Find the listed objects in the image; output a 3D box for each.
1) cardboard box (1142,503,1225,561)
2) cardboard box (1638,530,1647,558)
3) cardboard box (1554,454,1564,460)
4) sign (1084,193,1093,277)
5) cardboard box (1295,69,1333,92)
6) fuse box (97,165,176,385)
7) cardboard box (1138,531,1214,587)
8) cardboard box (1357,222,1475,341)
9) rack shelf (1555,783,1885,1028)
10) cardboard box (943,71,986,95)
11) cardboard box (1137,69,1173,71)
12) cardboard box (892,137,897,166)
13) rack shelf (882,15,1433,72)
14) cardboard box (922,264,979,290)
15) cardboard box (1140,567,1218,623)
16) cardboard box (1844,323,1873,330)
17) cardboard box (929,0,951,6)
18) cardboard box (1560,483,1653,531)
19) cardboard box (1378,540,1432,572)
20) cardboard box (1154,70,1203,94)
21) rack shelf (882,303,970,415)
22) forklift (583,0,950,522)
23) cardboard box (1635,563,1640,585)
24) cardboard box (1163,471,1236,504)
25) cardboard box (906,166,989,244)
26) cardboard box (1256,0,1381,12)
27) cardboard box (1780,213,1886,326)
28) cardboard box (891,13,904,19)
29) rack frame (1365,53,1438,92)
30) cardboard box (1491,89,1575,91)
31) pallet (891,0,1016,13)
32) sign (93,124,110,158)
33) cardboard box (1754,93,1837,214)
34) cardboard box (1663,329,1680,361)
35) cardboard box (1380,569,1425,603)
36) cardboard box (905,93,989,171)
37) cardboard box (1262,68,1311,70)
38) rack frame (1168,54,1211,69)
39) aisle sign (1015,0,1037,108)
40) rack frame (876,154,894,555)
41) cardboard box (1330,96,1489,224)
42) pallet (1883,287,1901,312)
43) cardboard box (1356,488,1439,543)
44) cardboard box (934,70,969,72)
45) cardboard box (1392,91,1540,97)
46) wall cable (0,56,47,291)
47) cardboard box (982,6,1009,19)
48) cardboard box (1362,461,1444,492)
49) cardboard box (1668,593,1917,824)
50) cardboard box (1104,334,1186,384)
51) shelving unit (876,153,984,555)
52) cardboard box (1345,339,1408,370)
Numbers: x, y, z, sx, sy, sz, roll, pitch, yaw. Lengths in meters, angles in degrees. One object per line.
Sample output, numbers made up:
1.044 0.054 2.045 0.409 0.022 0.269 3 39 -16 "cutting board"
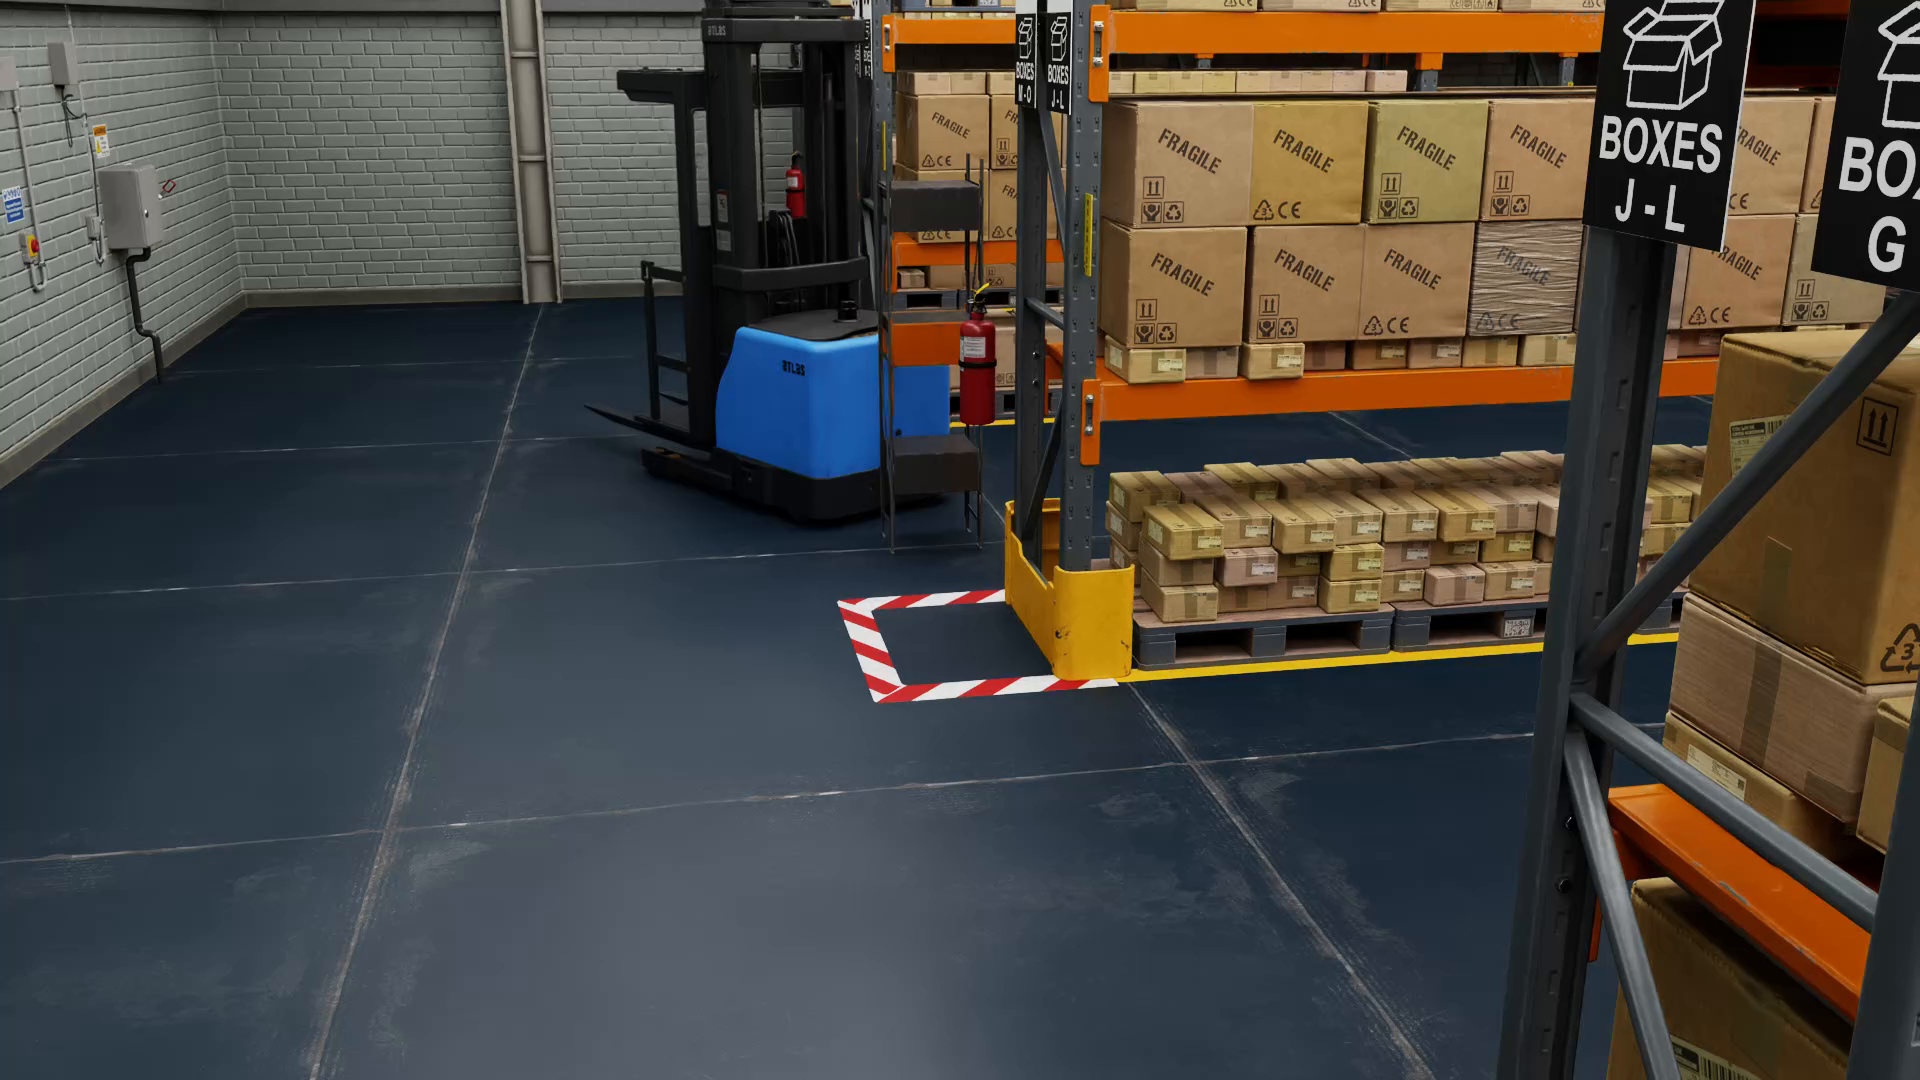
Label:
0.997 -0.039 7.456 0.250 0.149 0.380 -4 18 -13 "cardboard box"
3.062 -0.035 7.950 0.250 0.149 0.380 -3 17 -9 "cardboard box"
3.196 -0.323 8.382 0.250 0.149 0.380 -4 17 -12 "cardboard box"
0.521 -1.243 6.774 0.005 0.325 0.100 -3 17 -10 "sign"
2.539 -3.362 12.170 0.250 0.149 0.380 -3 17 -10 "cardboard box"
-6.407 -2.084 13.181 0.414 1.711 0.539 -3 17 -10 "fuse box"
0.981 0.079 7.578 0.250 0.149 0.380 -3 17 -8 "cardboard box"
1.915 -1.181 7.372 0.500 0.500 0.500 -3 17 -10 "cardboard box"
3.224 0.683 3.205 4.000 0.370 1.077 -3 17 -10 "rack shelf"
0.025 -3.217 11.700 0.250 0.149 0.380 -3 17 -9 "cardboard box"
1.449 -3.443 12.435 0.250 0.149 0.380 -3 17 -10 "cardboard box"
-0.574 -3.884 16.596 0.500 0.250 0.500 -3 17 -10 "cardboard box"
1.344 -3.608 12.066 4.000 0.370 1.077 -3 17 -10 "rack shelf"
-0.100 -2.886 17.142 0.500 0.500 0.700 -3 17 -8 "cardboard box"
0.993 0.240 7.562 0.250 0.149 0.380 -3 17 -9 "cardboard box"
4.110 -1.005 7.901 0.250 0.149 0.380 -3 17 -11 "cardboard box"
-0.078 -5.347 16.251 0.500 0.250 0.500 -4 17 -12 "cardboard box"
3.041 -0.160 7.852 0.250 0.149 0.380 -4 18 -13 "cardboard box"
1.999 0.016 7.784 0.250 0.149 0.380 -4 18 -13 "cardboard box"
1.560 -3.285 11.921 0.250 0.149 0.380 -3 17 -10 "cardboard box"
-0.163 -0.981 8.978 0.480 0.518 0.431 -3 17 -10 "rack shelf"
-1.392 -1.868 10.402 1.130 2.935 3.031 -14 22 -39 "forklift"
3.009 0.132 7.914 0.250 0.149 0.380 -3 17 -11 "cardboard box"
1.147 -0.208 8.006 0.250 0.149 0.380 -3 17 -9 "cardboard box"
-0.094 -2.398 11.841 0.500 0.500 0.500 -3 17 -11 "cardboard box"
1.425 -2.327 6.925 0.500 0.250 0.500 -3 17 -9 "cardboard box"
3.924 -1.290 7.725 0.500 0.500 0.500 -3 17 -10 "cardboard box"
-0.701 -5.133 16.235 0.250 0.149 0.380 -3 17 -10 "cardboard box"
3.307 -2.629 12.764 0.127 3.000 1.000 -3 17 -10 "rack frame"
4.288 -3.133 12.530 0.500 0.500 0.500 -3 17 -11 "cardboard box"
0.106 -3.842 11.755 1.213 0.211 1.003 -3 17 -10 "pallet"
-6.600 -3.067 12.781 0.001 0.242 0.339 -3 17 -10 "sign"
3.935 -1.772 7.592 0.500 0.500 0.500 -4 17 -12 "cardboard box"
3.085 -0.930 7.659 0.250 0.149 0.380 -4 18 -13 "cardboard box"
1.981 0.162 7.817 0.250 0.149 0.380 -3 17 -10 "cardboard box"
-0.095 -2.877 11.696 0.500 0.500 0.500 -4 17 -12 "cardboard box"
2.456 -3.477 12.546 0.250 0.149 0.380 -3 17 -11 "cardboard box"
2.362 -4.060 17.422 0.127 3.000 1.000 -3 17 -10 "rack frame"
0.290 -2.310 7.297 0.004 0.787 0.394 -3 17 -10 "aisle sign"
-0.402 -0.981 8.929 0.015 2.100 0.400 -3 17 -10 "rack frame"
1.919 -1.654 7.209 0.500 0.500 0.500 -4 17 -12 "cardboard box"
5.124 -1.117 8.166 1.213 0.211 1.003 -3 17 -10 "pallet"
2.019 -0.116 7.709 0.250 0.149 0.380 -3 17 -8 "cardboard box"
-0.061 -3.341 12.103 0.250 0.149 0.380 -3 17 -9 "cardboard box"
2.345 -1.841 7.815 0.500 0.500 0.500 -4 17 -12 "cardboard box"
-6.152 -2.586 10.840 0.123 1.953 0.585 -3 17 -10 "wall cable"
0.315 -5.159 16.319 0.250 0.149 0.380 -3 17 -10 "cardboard box"
2.177 -0.268 8.204 0.250 0.149 0.380 -4 17 -12 "cardboard box"
1.685 0.276 3.052 0.500 0.250 0.500 -4 17 -11 "cardboard box"
0.798 -0.789 7.199 0.250 0.149 0.380 -3 17 -11 "cardboard box"
-0.163 -0.995 8.974 0.503 2.100 0.431 -3 17 -10 "shelving unit"
1.814 -0.876 7.484 0.250 0.149 0.380 -3 17 -11 "cardboard box"
